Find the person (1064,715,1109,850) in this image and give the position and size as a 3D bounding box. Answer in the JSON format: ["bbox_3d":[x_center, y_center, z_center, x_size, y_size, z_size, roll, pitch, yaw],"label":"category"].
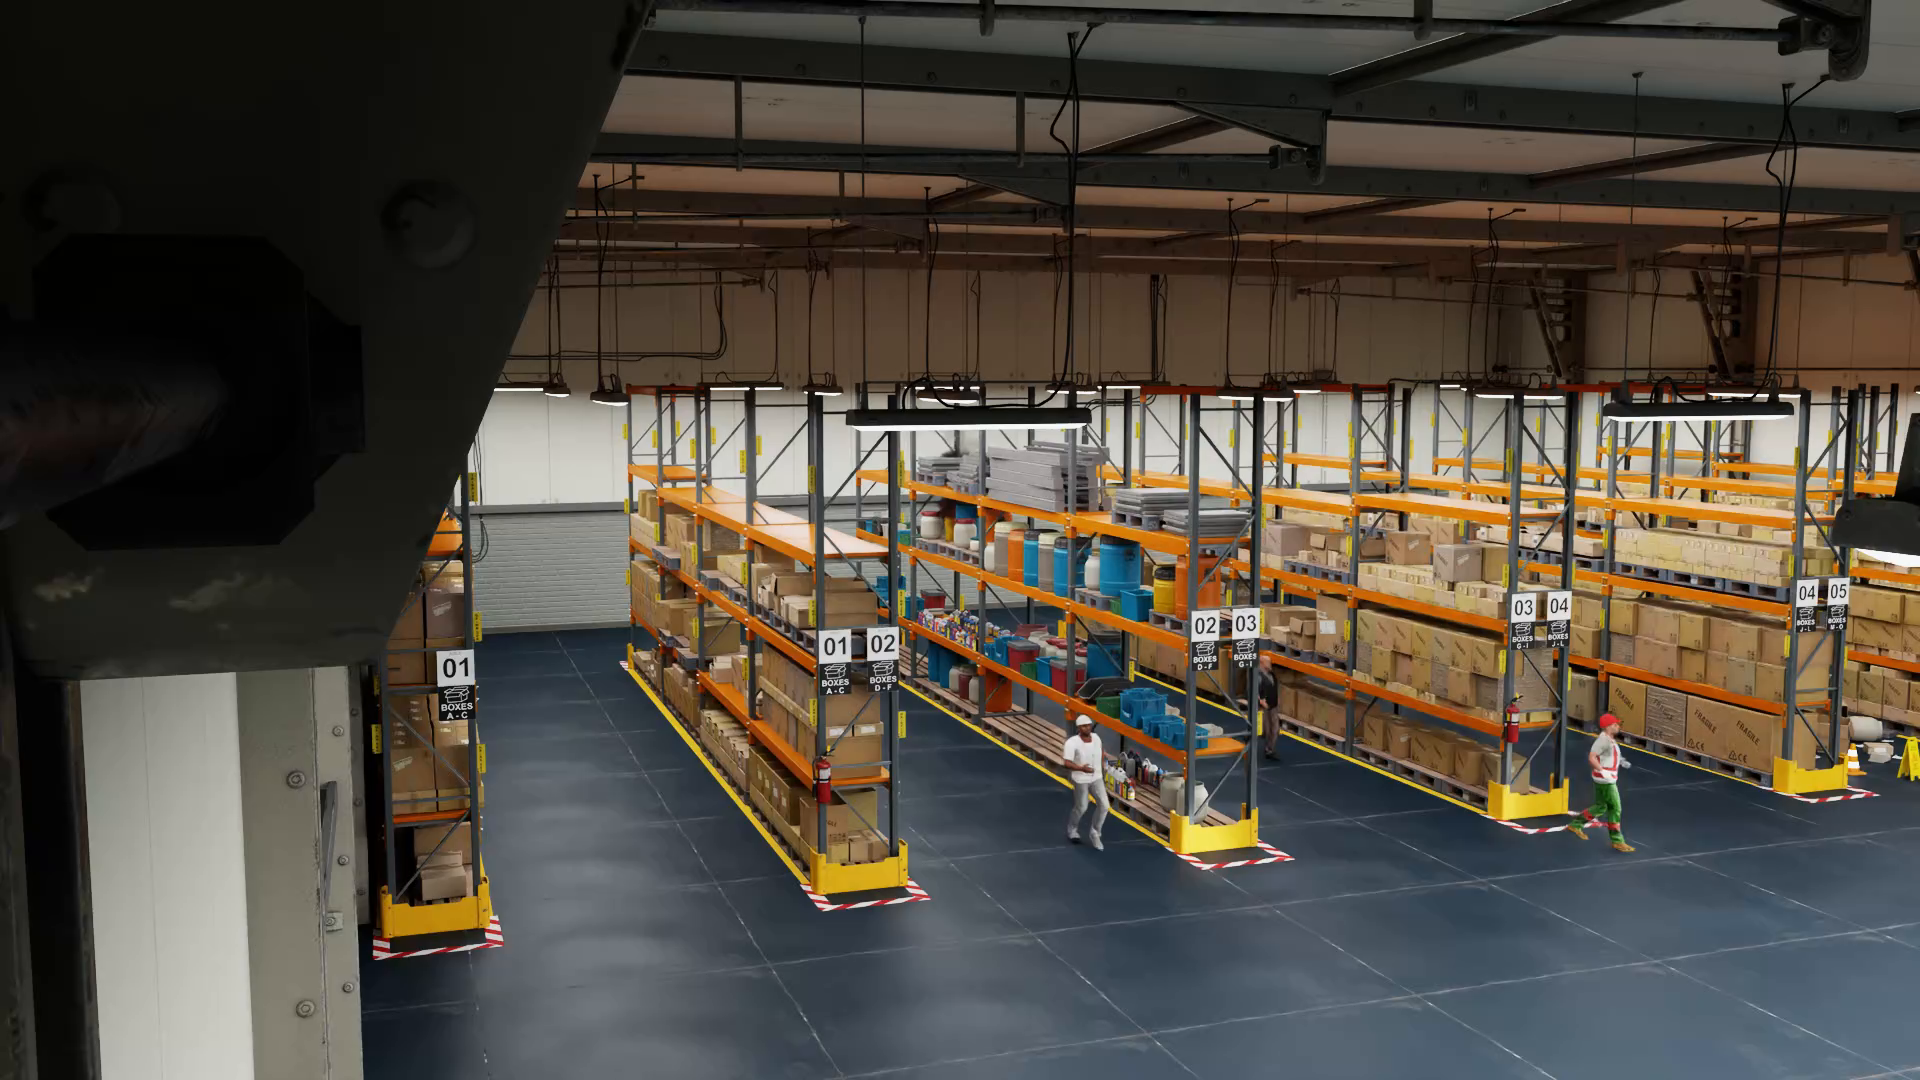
[{"bbox_3d":[1.692,3.203,22.060,0.707,1.794,0.741,-3,6,-25],"label":"person"}]

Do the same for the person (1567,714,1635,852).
[{"bbox_3d":[8.486,3.177,21.938,0.851,1.798,0.659,2,6,20],"label":"person"}]

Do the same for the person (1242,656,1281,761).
[{"bbox_3d":[4.930,2.709,26.953,0.675,1.686,0.762,-4,7,-36],"label":"person"}]
